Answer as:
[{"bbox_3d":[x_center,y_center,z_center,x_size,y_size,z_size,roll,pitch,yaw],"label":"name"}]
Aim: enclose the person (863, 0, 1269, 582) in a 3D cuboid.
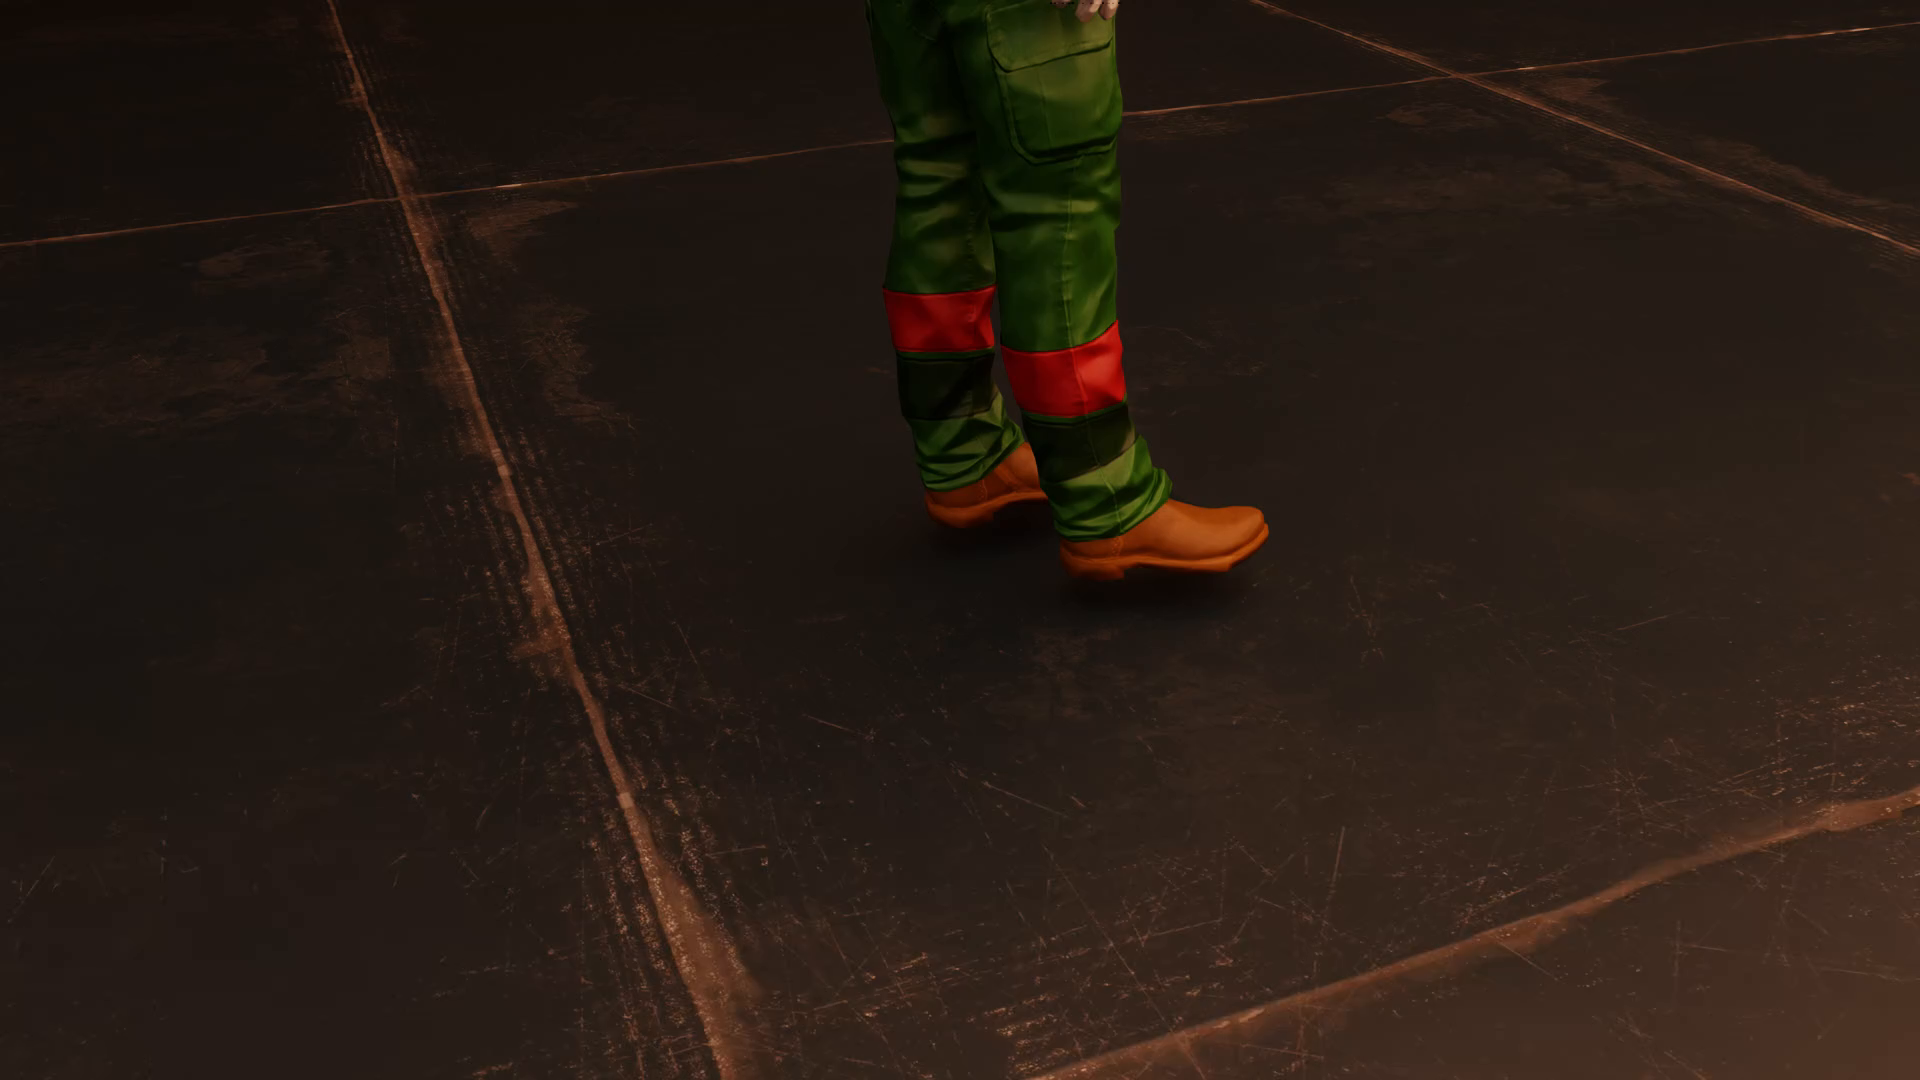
[{"bbox_3d":[0.079,-0.828,2.052,0.561,1.789,0.638,-11,32,-19],"label":"person"}]
